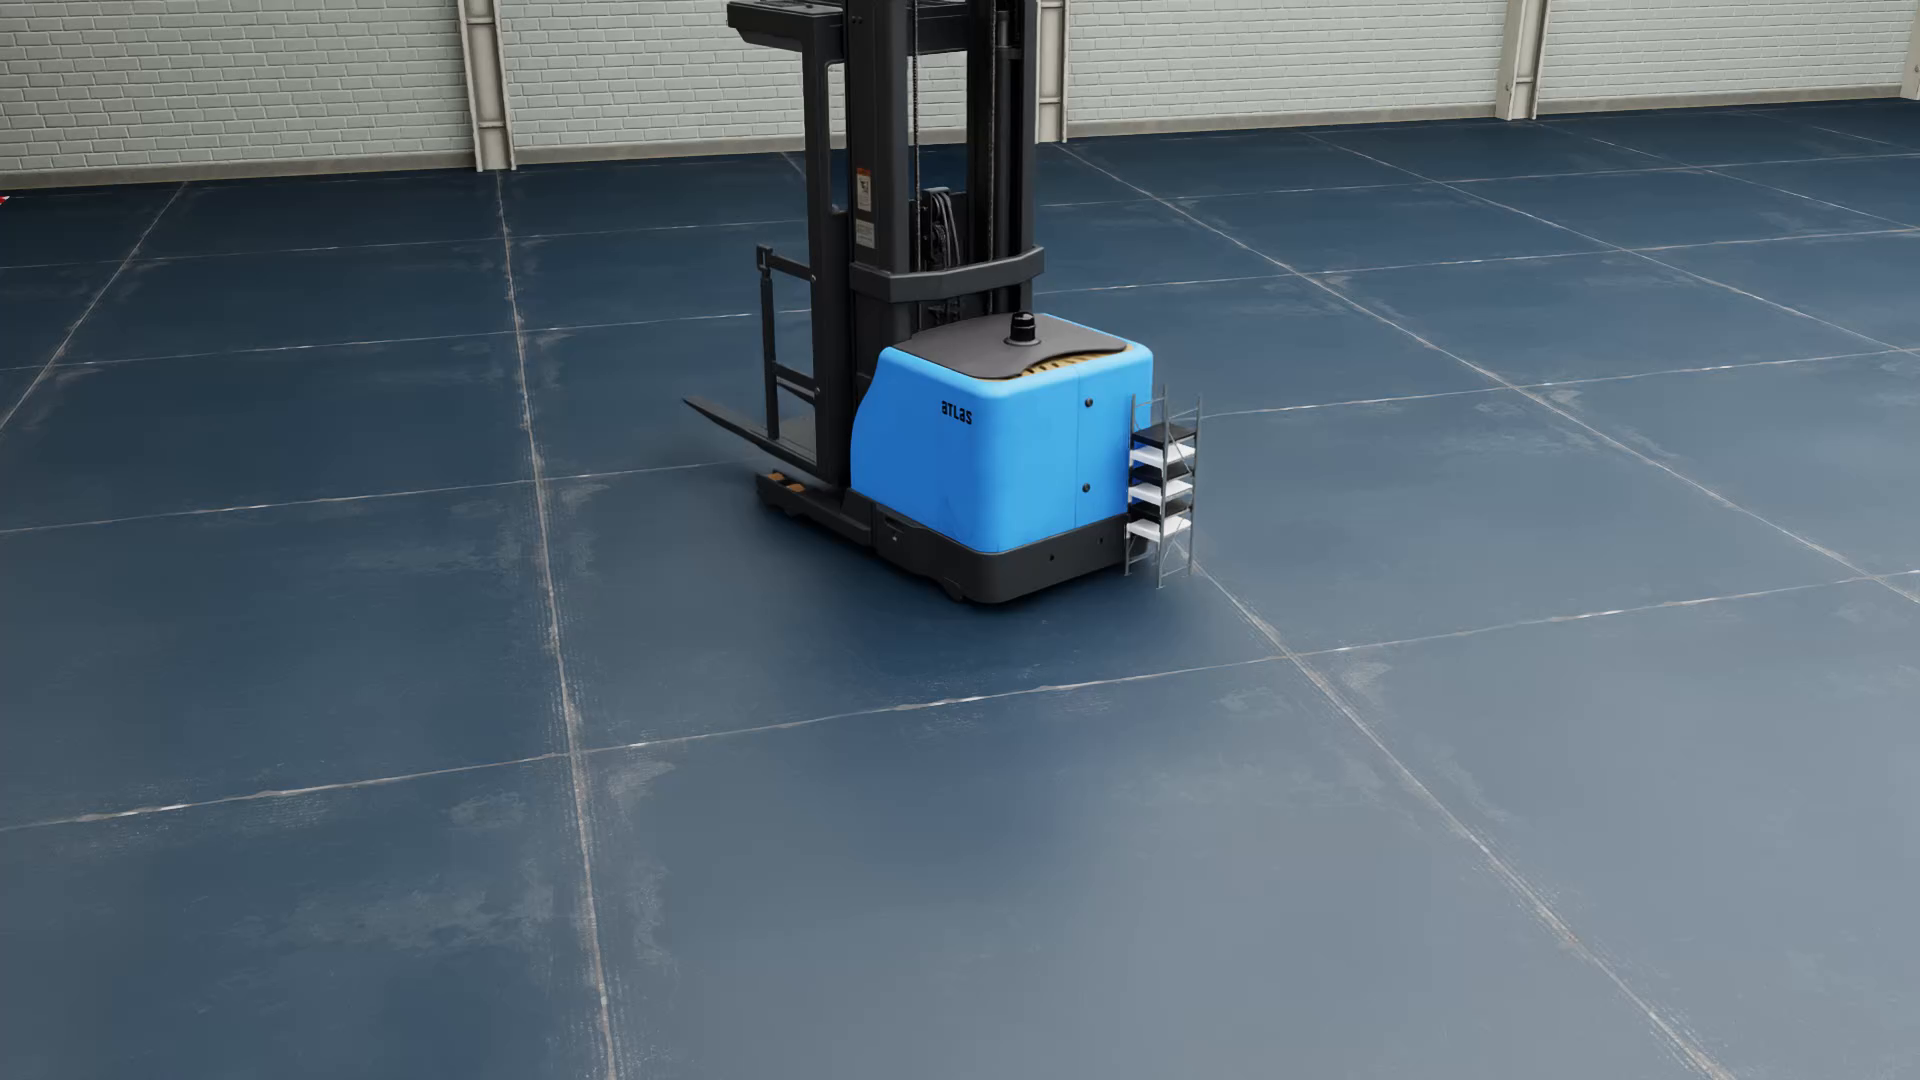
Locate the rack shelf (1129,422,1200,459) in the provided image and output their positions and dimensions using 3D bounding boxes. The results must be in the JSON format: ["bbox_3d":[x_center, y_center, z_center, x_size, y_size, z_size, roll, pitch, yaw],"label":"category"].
[{"bbox_3d":[0.934,-0.461,7.582,0.258,0.077,0.200,-20,30,-39],"label":"rack shelf"}]

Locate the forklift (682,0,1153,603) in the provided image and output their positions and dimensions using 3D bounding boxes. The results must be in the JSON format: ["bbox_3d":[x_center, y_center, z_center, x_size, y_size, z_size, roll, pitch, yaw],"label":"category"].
[{"bbox_3d":[-0.406,-1.577,8.208,1.130,2.935,3.031,-17,29,-35],"label":"forklift"}]

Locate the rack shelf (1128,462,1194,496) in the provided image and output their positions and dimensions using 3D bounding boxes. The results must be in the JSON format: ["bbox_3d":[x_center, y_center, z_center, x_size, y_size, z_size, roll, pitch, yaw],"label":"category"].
[{"bbox_3d":[0.934,-0.295,7.653,0.258,0.077,0.200,-20,30,-39],"label":"rack shelf"}]

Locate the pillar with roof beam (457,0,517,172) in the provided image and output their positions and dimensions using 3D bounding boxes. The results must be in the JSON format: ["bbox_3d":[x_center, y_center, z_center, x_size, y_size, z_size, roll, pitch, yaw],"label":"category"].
[{"bbox_3d":[-3.645,-6.361,11.662,0.400,9.000,9.100,-6,24,-14],"label":"pillar with roof beam"}]

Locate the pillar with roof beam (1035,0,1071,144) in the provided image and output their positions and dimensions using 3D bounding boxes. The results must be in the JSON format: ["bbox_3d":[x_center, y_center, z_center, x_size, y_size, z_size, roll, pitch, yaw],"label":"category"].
[{"bbox_3d":[2.132,-7.000,13.152,0.400,9.000,9.100,-6,24,-14],"label":"pillar with roof beam"}]

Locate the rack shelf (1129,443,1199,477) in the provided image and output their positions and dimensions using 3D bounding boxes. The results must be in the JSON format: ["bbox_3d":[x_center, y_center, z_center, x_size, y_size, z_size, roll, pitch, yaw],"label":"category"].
[{"bbox_3d":[0.934,-0.378,7.617,0.258,0.077,0.200,-20,30,-39],"label":"rack shelf"}]

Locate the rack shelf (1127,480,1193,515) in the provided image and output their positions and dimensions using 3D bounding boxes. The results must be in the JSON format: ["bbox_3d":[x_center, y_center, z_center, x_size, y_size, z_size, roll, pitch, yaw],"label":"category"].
[{"bbox_3d":[0.934,-0.213,7.688,0.258,0.077,0.200,-20,30,-39],"label":"rack shelf"}]

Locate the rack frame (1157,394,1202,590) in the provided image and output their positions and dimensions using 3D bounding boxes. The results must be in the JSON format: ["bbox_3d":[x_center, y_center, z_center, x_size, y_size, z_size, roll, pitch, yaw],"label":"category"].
[{"bbox_3d":[1.003,-0.214,7.606,0.240,0.900,0.006,-20,30,-39],"label":"rack frame"}]

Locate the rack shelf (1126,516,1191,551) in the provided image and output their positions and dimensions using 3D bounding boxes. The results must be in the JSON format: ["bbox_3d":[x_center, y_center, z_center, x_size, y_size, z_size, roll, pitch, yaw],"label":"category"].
[{"bbox_3d":[0.934,-0.047,7.759,0.258,0.077,0.200,-20,30,-39],"label":"rack shelf"}]

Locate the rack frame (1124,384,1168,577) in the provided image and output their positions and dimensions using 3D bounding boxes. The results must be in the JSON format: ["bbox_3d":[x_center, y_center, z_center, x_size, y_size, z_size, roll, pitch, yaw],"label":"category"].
[{"bbox_3d":[0.865,-0.272,7.744,0.240,0.900,0.006,-20,30,-39],"label":"rack frame"}]

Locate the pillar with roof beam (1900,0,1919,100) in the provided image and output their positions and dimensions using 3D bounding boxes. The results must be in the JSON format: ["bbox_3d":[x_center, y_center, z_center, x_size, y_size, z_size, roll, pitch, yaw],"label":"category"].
[{"bbox_3d":[13.686,-8.278,16.131,0.400,9.000,9.100,-6,24,-14],"label":"pillar with roof beam"}]

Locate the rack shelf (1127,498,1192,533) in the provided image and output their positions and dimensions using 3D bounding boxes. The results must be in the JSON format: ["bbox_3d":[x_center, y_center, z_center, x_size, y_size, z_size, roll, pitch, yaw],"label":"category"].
[{"bbox_3d":[0.934,-0.130,7.723,0.258,0.077,0.200,-20,30,-39],"label":"rack shelf"}]

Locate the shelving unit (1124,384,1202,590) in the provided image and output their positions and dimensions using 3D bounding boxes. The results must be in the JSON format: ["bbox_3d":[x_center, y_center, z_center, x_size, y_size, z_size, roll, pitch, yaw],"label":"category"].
[{"bbox_3d":[0.934,-0.243,7.675,0.258,0.900,0.210,-20,30,-39],"label":"shelving unit"}]

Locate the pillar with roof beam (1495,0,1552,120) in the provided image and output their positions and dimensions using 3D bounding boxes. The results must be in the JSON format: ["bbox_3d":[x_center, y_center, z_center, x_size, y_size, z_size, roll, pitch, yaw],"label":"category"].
[{"bbox_3d":[7.909,-7.639,14.641,0.400,9.000,9.100,-6,24,-14],"label":"pillar with roof beam"}]
